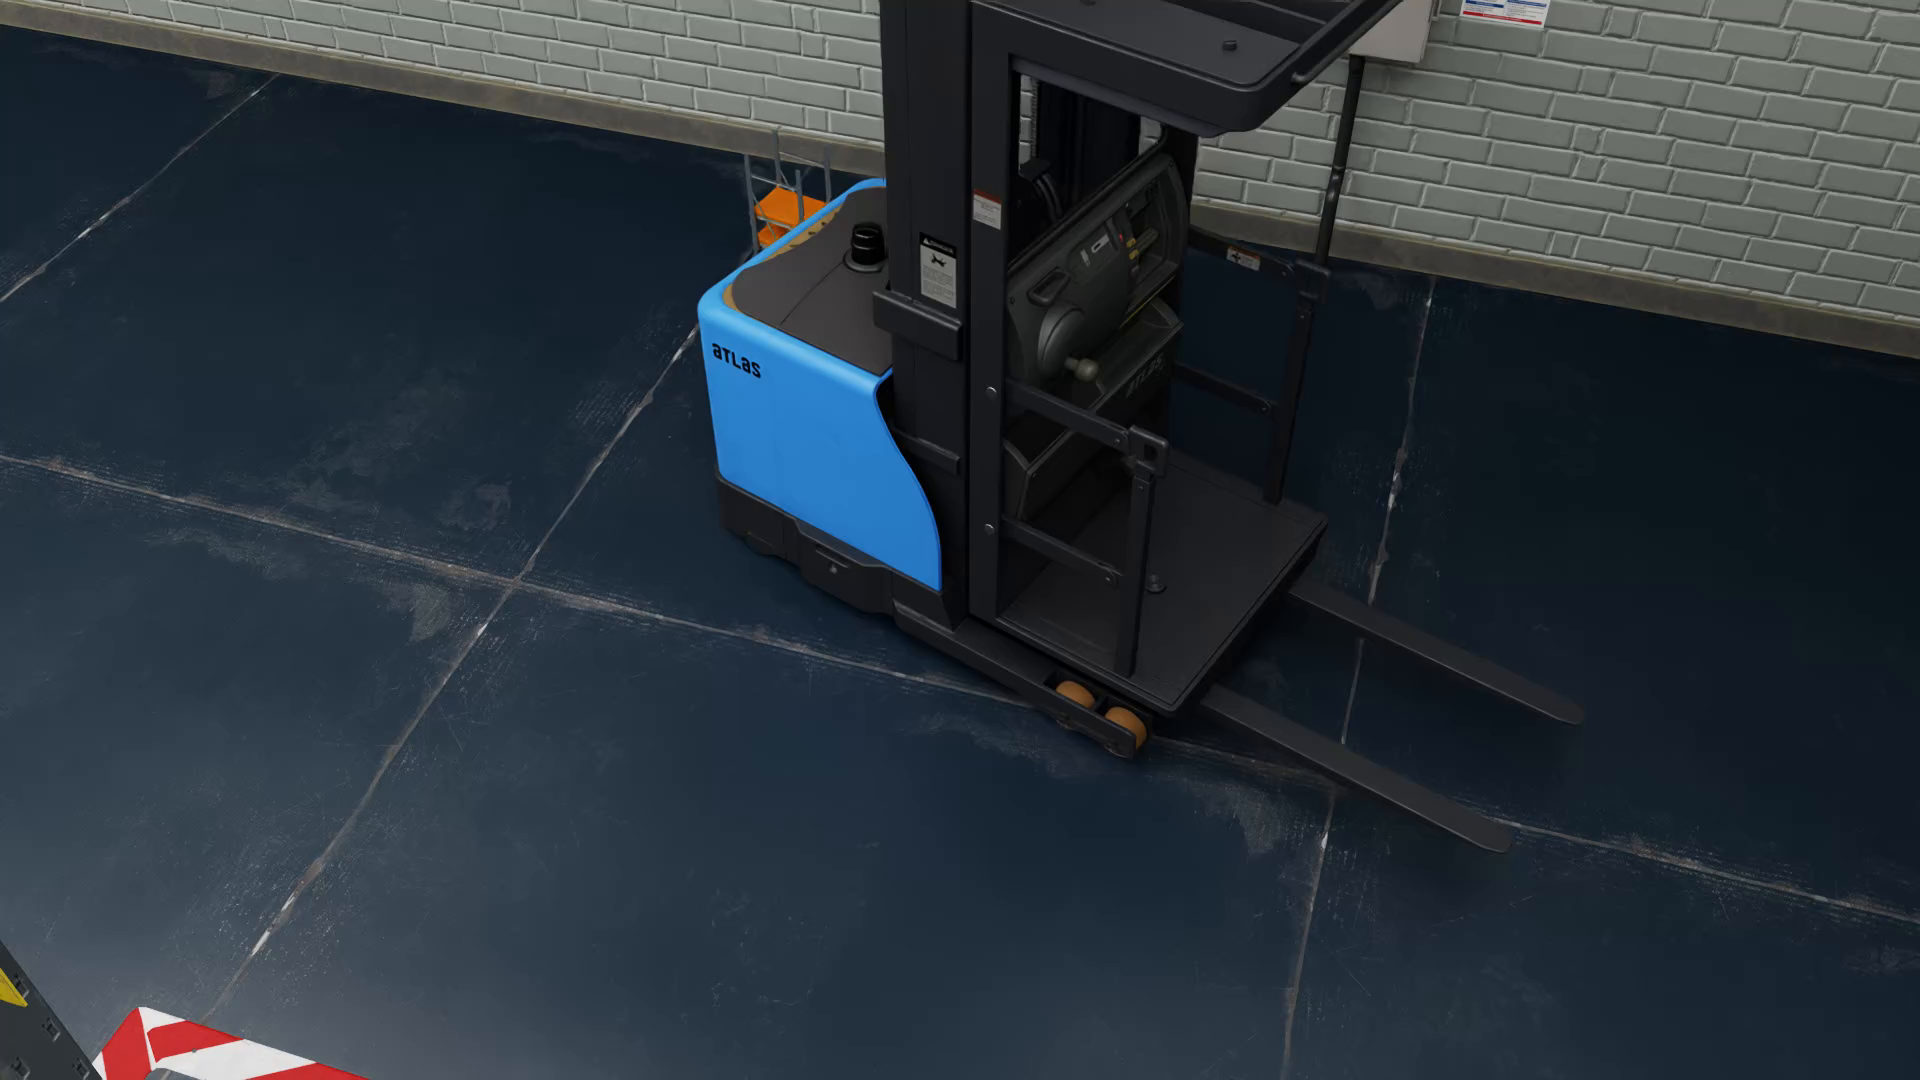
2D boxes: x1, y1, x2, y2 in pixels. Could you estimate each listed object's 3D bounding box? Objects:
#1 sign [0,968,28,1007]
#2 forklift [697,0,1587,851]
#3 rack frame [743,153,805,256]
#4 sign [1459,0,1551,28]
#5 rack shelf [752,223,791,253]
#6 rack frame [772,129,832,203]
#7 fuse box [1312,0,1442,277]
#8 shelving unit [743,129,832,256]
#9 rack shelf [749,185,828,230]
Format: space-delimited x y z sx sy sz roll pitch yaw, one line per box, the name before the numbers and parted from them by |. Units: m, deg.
sign | -1.504 0.602 2.493 0.100 0.325 0.005 13 46 13
forklift | 0.599 -0.759 4.930 3.031 2.935 1.130 26 50 24
rack frame | -0.666 -0.916 6.328 0.240 1.200 0.006 21 49 20
sign | 2.160 -2.245 6.467 0.329 0.494 0.001 13 46 13
rack shelf | -0.623 -1.111 6.247 0.258 0.103 0.180 21 49 20
rack frame | -0.577 -1.029 6.442 0.240 1.200 0.006 21 49 20
fuse box | 1.627 -1.785 6.850 0.539 1.711 0.414 13 46 13
shelving unit | -0.622 -0.973 6.385 0.258 1.200 0.189 21 49 20
rack shelf | -0.623 -1.197 6.162 0.258 0.103 0.180 21 49 20
